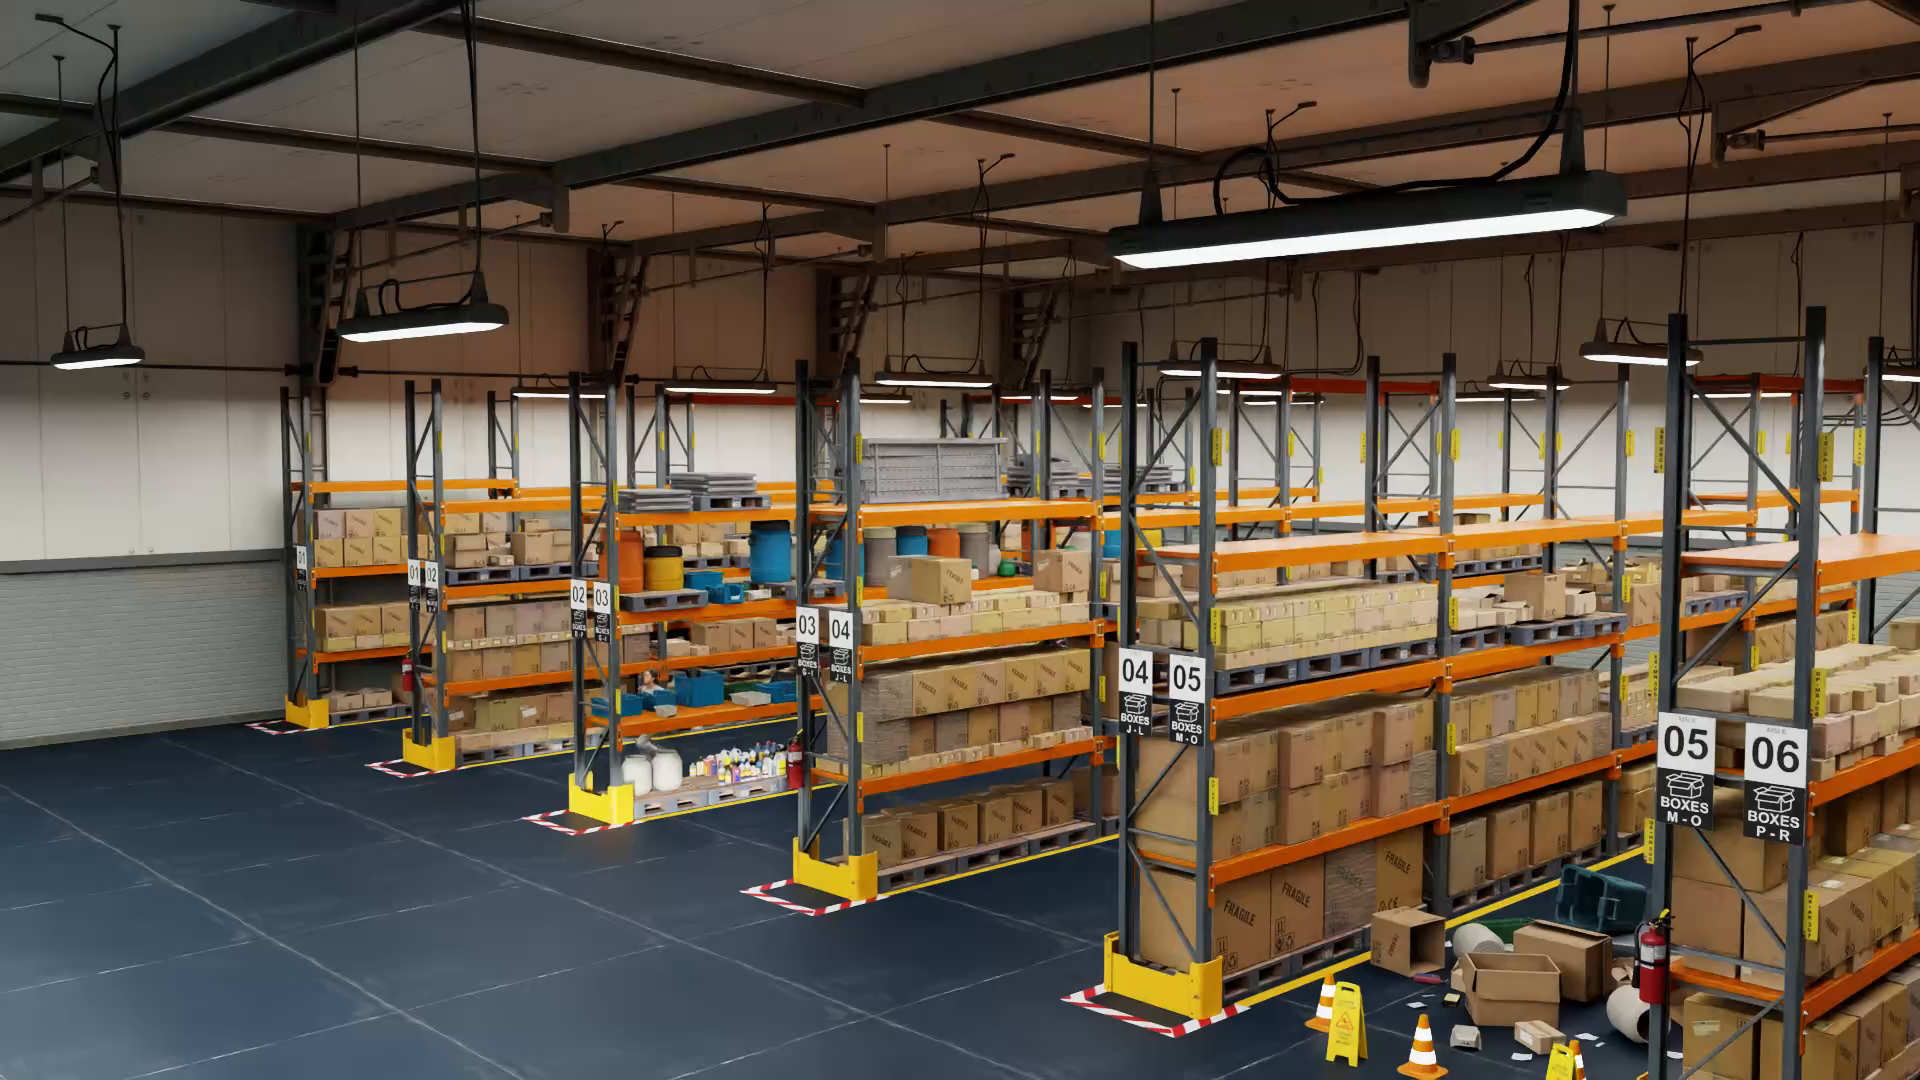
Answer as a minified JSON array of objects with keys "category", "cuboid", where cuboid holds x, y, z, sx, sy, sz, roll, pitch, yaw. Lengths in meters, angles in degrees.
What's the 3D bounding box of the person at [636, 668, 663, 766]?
[{"category":"person","cuboid":[-4.688,2.745,25.009,0.550,1.633,0.571,3,5,43]}]
